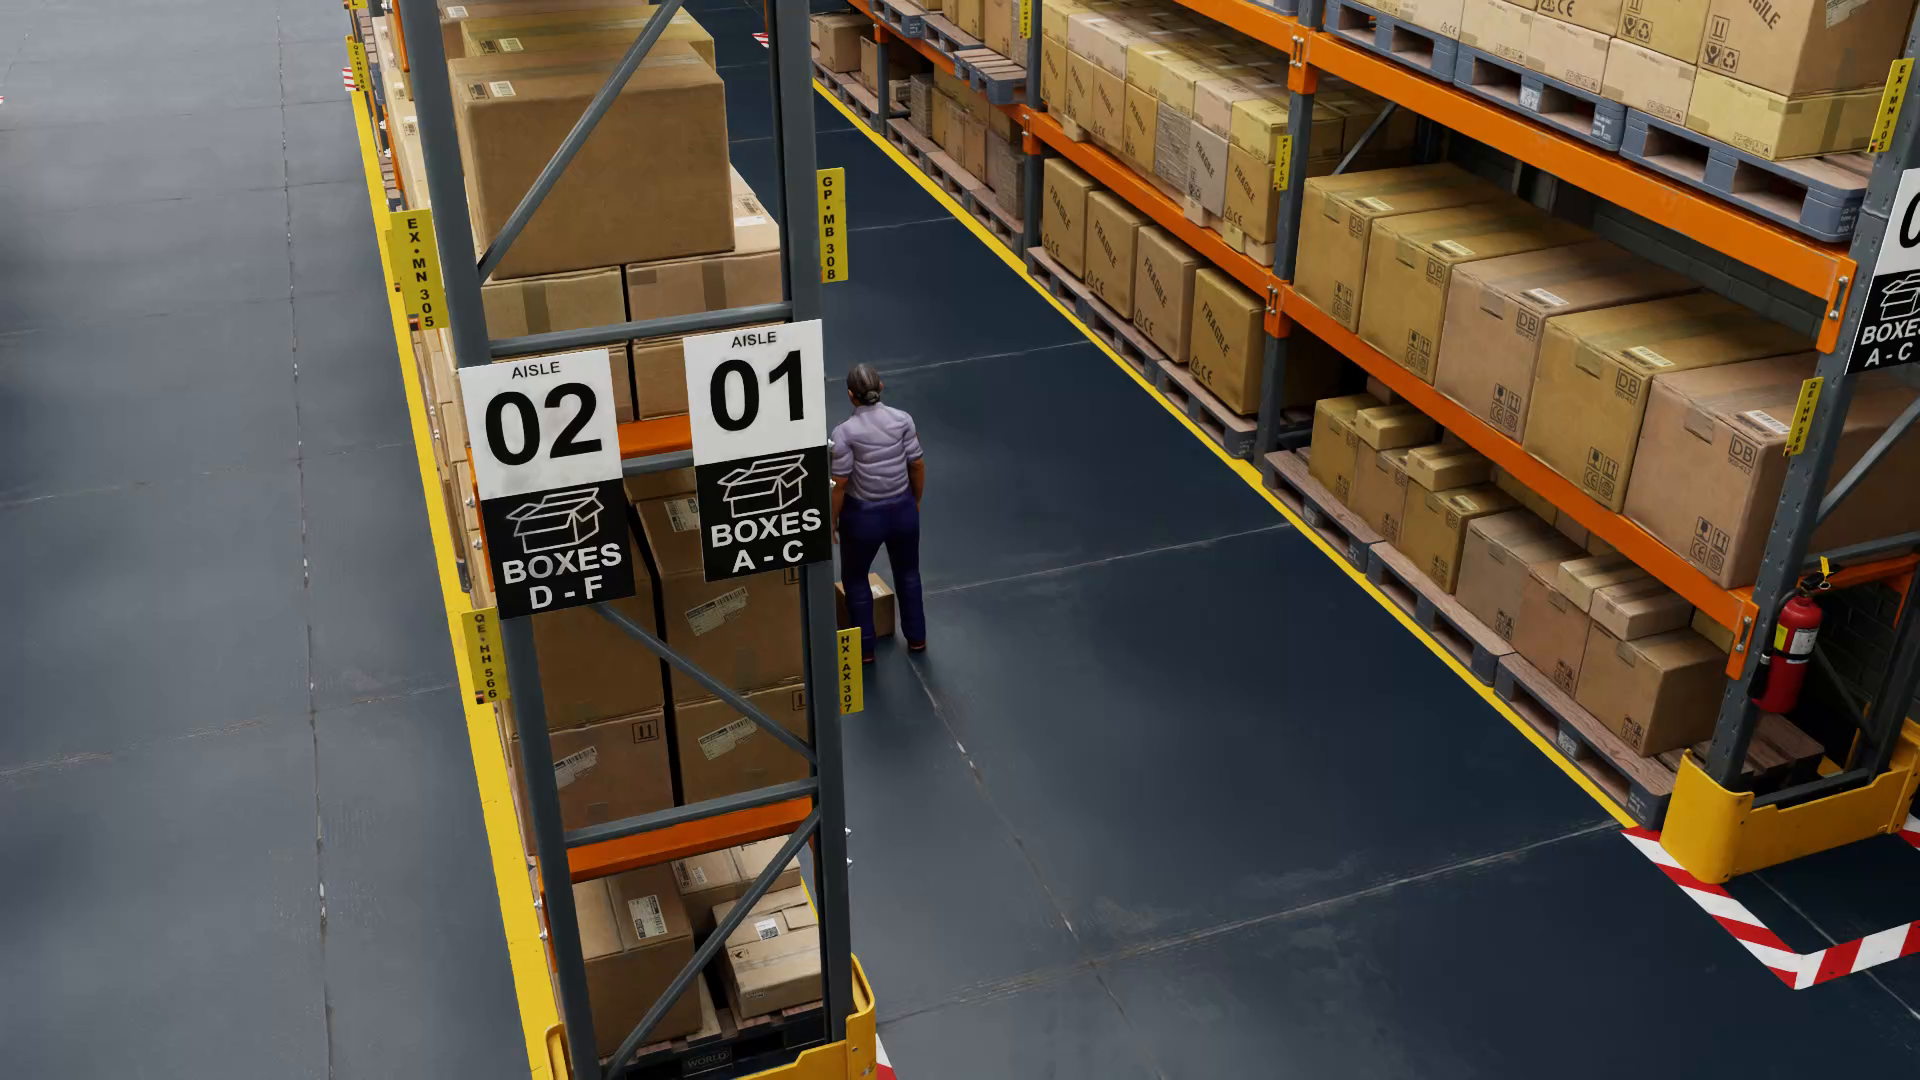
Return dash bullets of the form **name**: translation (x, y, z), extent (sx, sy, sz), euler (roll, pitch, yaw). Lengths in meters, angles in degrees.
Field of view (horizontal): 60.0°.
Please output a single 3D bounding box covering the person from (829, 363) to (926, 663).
- **person**: translation (-0.416, -0.126, 8.564), extent (0.565, 1.651, 0.371), euler (-13, 32, -21)
